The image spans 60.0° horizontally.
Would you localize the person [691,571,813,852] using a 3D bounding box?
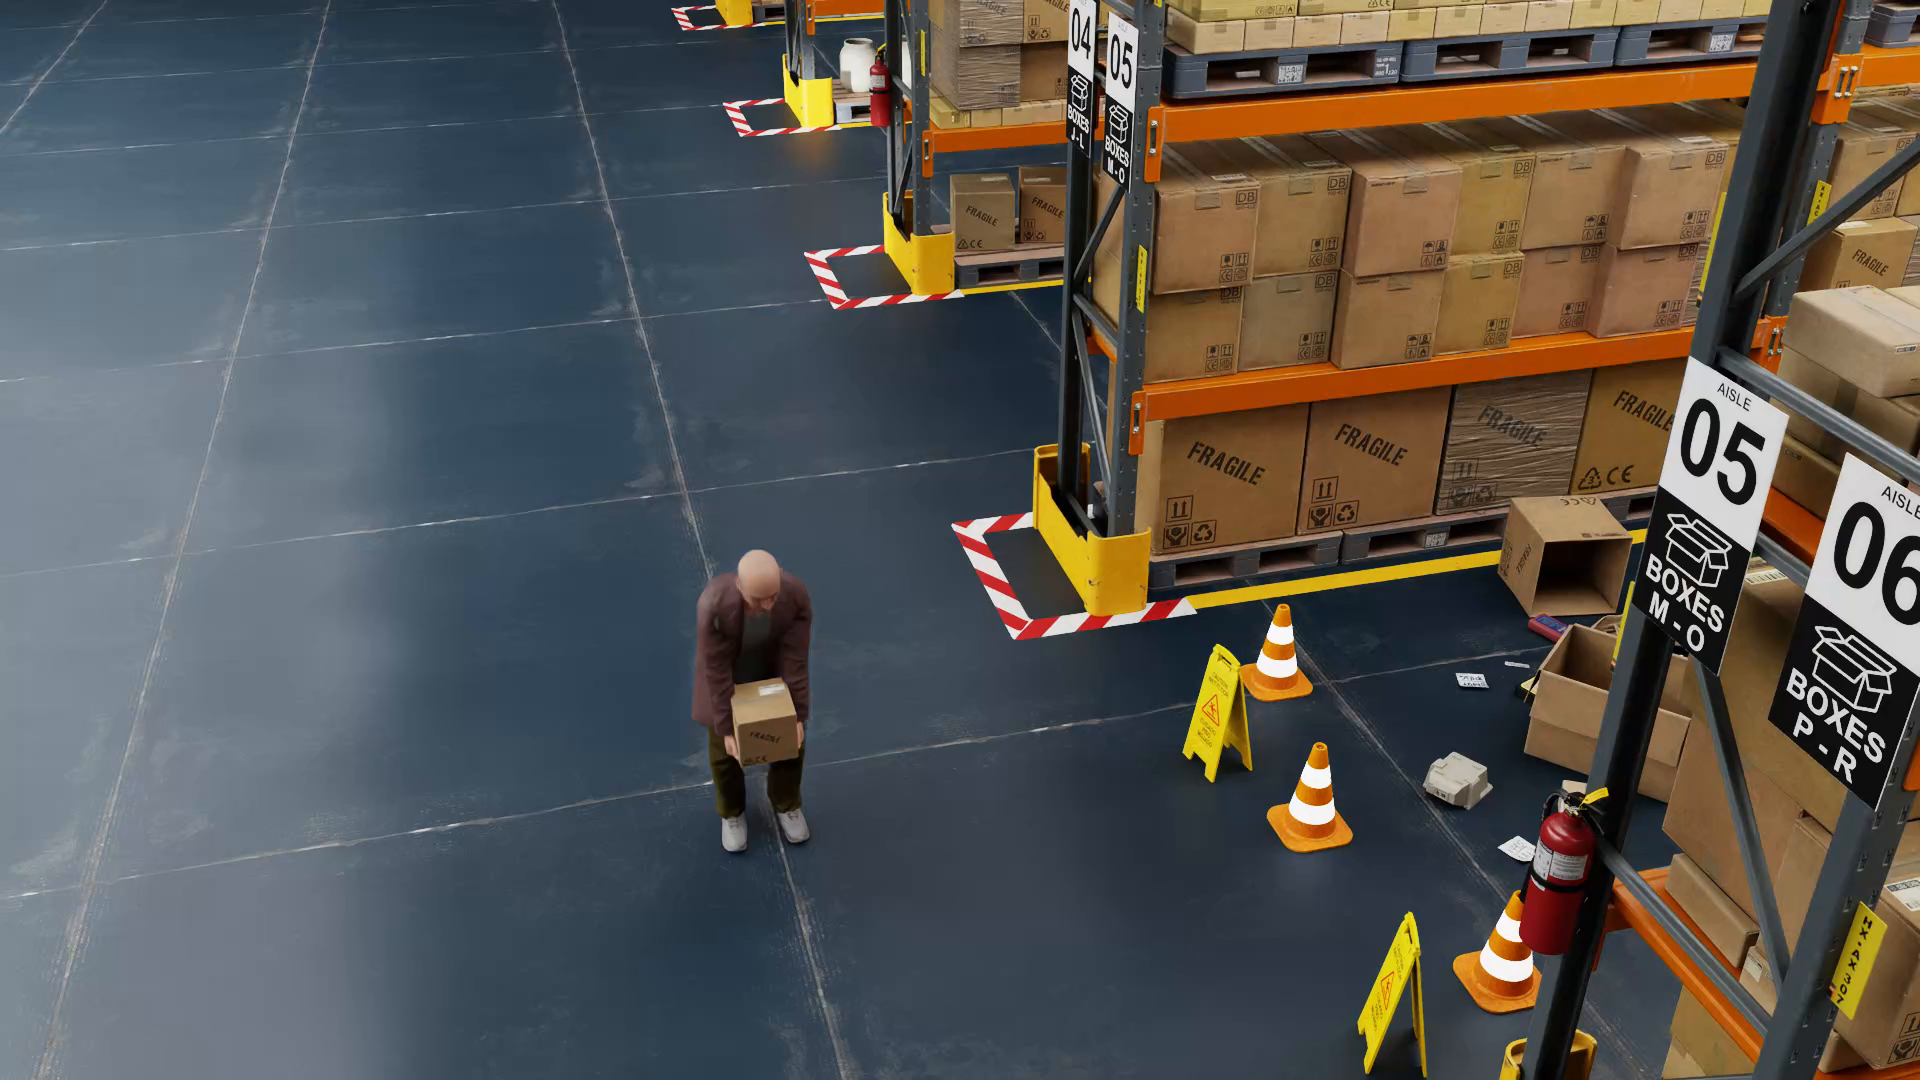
[{"bbox_3d":[-0.907,0.708,7.307,0.546,1.504,0.570,-8,31,-14],"label":"person"}]
